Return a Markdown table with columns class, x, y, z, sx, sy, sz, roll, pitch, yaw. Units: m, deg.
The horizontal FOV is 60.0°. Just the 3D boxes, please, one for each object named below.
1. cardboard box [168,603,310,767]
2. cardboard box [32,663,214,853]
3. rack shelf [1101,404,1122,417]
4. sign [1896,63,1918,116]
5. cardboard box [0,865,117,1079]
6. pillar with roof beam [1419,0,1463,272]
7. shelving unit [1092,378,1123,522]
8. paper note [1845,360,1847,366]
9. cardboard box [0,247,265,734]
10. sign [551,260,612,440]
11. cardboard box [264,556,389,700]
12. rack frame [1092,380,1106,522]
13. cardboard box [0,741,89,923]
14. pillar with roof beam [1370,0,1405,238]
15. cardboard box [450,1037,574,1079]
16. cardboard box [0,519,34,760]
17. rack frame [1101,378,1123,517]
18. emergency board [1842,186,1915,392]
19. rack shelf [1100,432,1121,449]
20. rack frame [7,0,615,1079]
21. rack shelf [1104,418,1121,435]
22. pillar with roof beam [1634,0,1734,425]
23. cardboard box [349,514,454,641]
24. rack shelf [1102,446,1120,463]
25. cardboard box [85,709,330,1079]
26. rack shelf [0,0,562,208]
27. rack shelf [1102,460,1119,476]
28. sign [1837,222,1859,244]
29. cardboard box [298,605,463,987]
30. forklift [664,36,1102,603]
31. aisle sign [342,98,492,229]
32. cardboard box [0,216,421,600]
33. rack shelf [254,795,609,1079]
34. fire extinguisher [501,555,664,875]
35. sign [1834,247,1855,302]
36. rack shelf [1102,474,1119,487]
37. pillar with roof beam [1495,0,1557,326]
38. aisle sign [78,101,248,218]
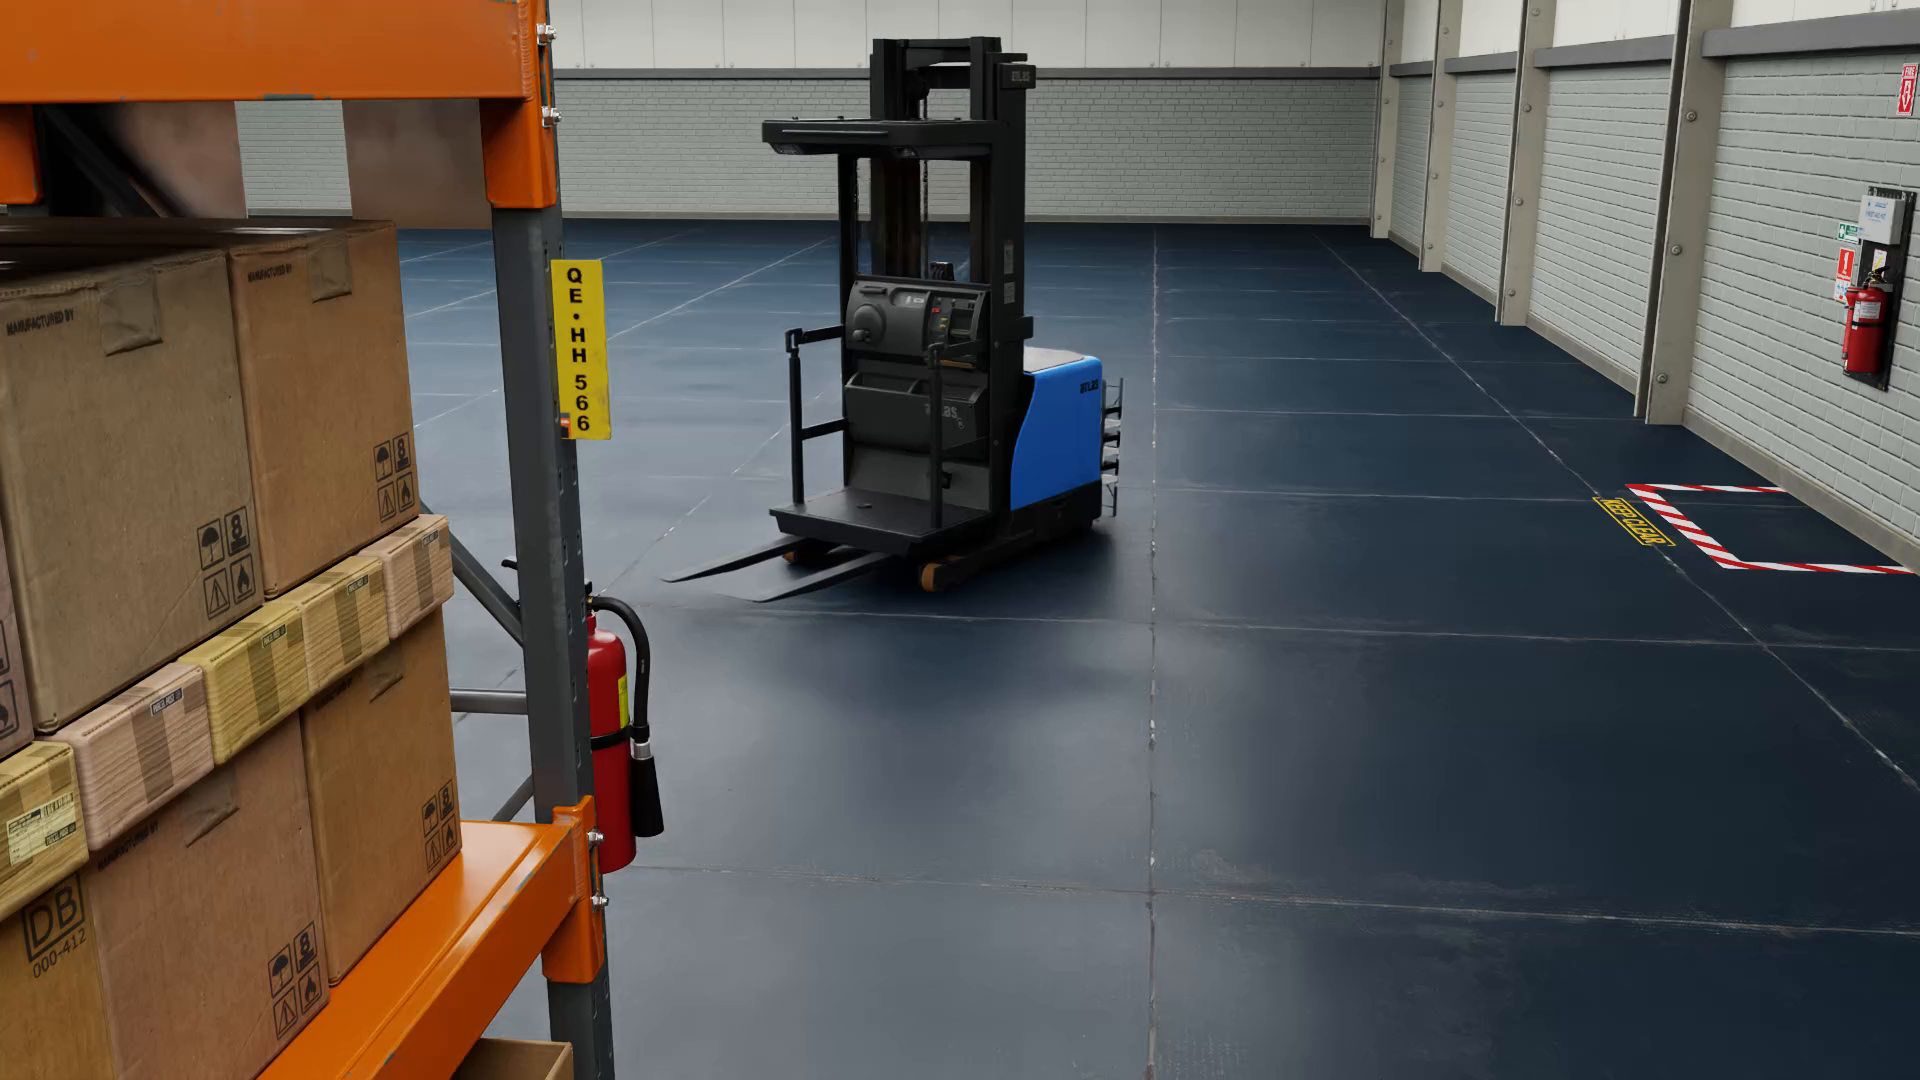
| class | x | y | z | sx | sy | sz | roll | pitch | yaw |
| --- | --- | --- | --- | --- | --- | --- | --- | --- | --- |
| cardboard box | -1.137 | 0.189 | 2.283 | 0.380 | 0.149 | 0.250 | 1 | 15 | 5 |
| cardboard box | -1.167 | 0.254 | 2.042 | 0.380 | 0.149 | 0.250 | 2 | 15 | 7 |
| rack shelf | 0.866 | -0.818 | 10.541 | 0.258 | 0.077 | 0.200 | 11 | 16 | 34 |
| sign | 5.571 | -2.651 | 9.778 | 0.001 | 0.298 | 0.199 | 2 | 15 | 6 |
| cardboard box | -1.408 | 0.649 | 1.825 | 0.700 | 0.500 | 0.500 | 2 | 15 | 7 |
| pillar with roof beam | 2.908 | -8.584 | 24.669 | 9.100 | 9.000 | 0.400 | 2 | 15 | 6 |
| shelving unit | 0.859 | -0.588 | 10.593 | 0.258 | 0.900 | 0.210 | 11 | 16 | 34 |
| paper note | 5.559 | -1.151 | 10.361 | 0.016 | 0.148 | 0.142 | 2 | 15 | 6 |
| cardboard box | -1.351 | -0.092 | 2.080 | 0.700 | 0.500 | 0.500 | 1 | 15 | 5 |
| sign | -0.688 | -0.342 | 3.010 | 0.100 | 0.325 | 0.005 | 2 | 15 | 6 |
| cardboard box | -1.108 | 0.123 | 2.528 | 0.380 | 0.149 | 0.250 | 2 | 15 | 8 |
| rack frame | 0.800 | -0.571 | 10.512 | 0.240 | 0.900 | 0.006 | 11 | 16 | 34 |
| cardboard box | -1.197 | 0.322 | 1.790 | 0.380 | 0.149 | 0.250 | 2 | 15 | 8 |
| pillar with roof beam | 3.585 | -10.140 | 30.424 | 9.100 | 9.000 | 0.400 | 2 | 15 | 6 |
| cardboard box | -0.991 | 1.222 | 2.924 | 0.500 | 0.500 | 0.500 | 2 | 15 | 6 |
| cardboard box | -1.407 | 0.038 | 1.596 | 0.700 | 0.500 | 0.500 | 2 | 15 | 6 |
| rack frame | 0.919 | -0.604 | 10.674 | 0.240 | 0.900 | 0.006 | 11 | 16 | 34 |
| emergency board | 5.471 | -1.533 | 10.084 | 0.194 | 1.169 | 0.643 | 2 | 15 | 6 |
| rack shelf | 0.861 | -0.643 | 10.581 | 0.258 | 0.077 | 0.200 | 11 | 16 | 34 |
| rack frame | -1.223 | 0.311 | 3.264 | 0.949 | 2.616 | 0.053 | 2 | 15 | 6 |
| rack shelf | 0.864 | -0.731 | 10.561 | 0.258 | 0.077 | 0.200 | 11 | 16 | 34 |
| pillar with roof beam | 1.553 | -5.472 | 13.159 | 9.100 | 9.000 | 0.400 | 2 | 15 | 6 |
| cardboard box | -1.080 | 0.055 | 2.779 | 0.380 | 0.149 | 0.250 | 1 | 15 | 5 |
| rack shelf | 0.858 | -0.555 | 10.601 | 0.258 | 0.077 | 0.200 | 11 | 16 | 34 |
| cardboard box | -1.346 | 0.520 | 2.301 | 0.700 | 0.500 | 0.500 | 2 | 15 | 8 |
| rack shelf | -1.452 | -0.271 | 1.048 | 1.077 | 0.370 | 4.000 | 2 | 15 | 6 |
| rack shelf | 0.856 | -0.468 | 10.620 | 0.258 | 0.077 | 0.200 | 11 | 16 | 34 |
| sign | 5.626 | -1.945 | 10.526 | 0.001 | 0.109 | 0.331 | 2 | 15 | 6 |
| cardboard box | -1.291 | 0.384 | 2.805 | 0.700 | 0.500 | 0.500 | 2 | 15 | 6 |
| forklift | -0.377 | -1.266 | 9.230 | 1.130 | 2.935 | 3.031 | 11 | 18 | 34 |
| aisle sign | -0.927 | -0.952 | 2.956 | 0.394 | 0.787 | 0.004 | 2 | 15 | 6 |
| cardboard box | -1.297 | -0.229 | 2.585 | 0.700 | 0.500 | 0.500 | 2 | 15 | 6 |
| rack shelf | -1.452 | 1.177 | 1.440 | 1.077 | 0.370 | 4.000 | 2 | 15 | 6 |
| fire extinguisher | -0.751 | 0.332 | 3.337 | 0.296 | 0.674 | 0.183 | 2 | 15 | 6 |
| sign | 5.636 | -1.690 | 10.598 | 0.001 | 0.329 | 0.234 | 2 | 15 | 6 |
| rack shelf | 0.853 | -0.380 | 10.640 | 0.258 | 0.077 | 0.200 | 11 | 16 | 34 |
| pillar with roof beam | 2.231 | -7.028 | 18.914 | 9.100 | 9.000 | 0.400 | 2 | 15 | 6 |
| aisle sign | -1.523 | -0.970 | 3.021 | 0.394 | 0.787 | 0.004 | 2 | 15 | 6 |
